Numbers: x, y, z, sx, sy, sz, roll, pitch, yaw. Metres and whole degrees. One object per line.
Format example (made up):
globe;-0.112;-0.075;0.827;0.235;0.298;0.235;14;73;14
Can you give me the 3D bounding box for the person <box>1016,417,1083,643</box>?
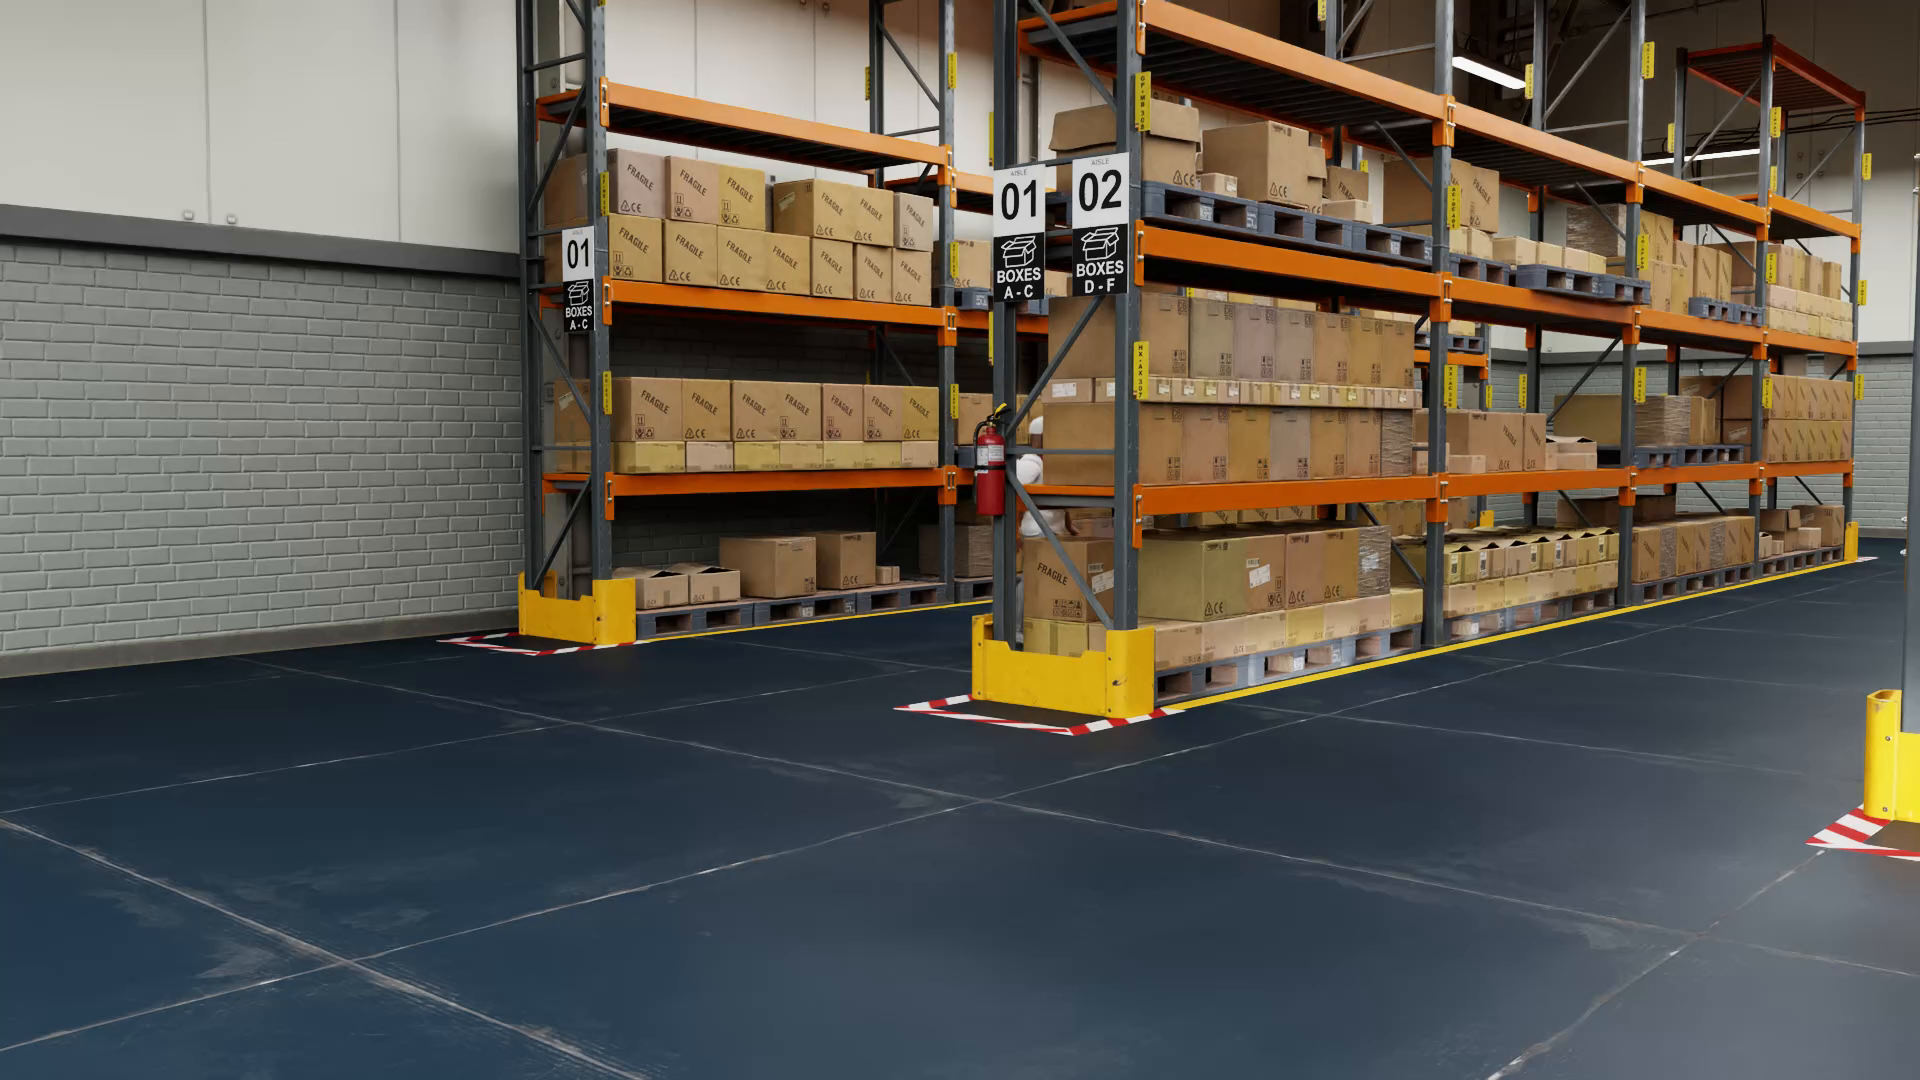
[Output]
person;0.742;-0.064;12.490;0.975;1.720;0.605;1;4;20
